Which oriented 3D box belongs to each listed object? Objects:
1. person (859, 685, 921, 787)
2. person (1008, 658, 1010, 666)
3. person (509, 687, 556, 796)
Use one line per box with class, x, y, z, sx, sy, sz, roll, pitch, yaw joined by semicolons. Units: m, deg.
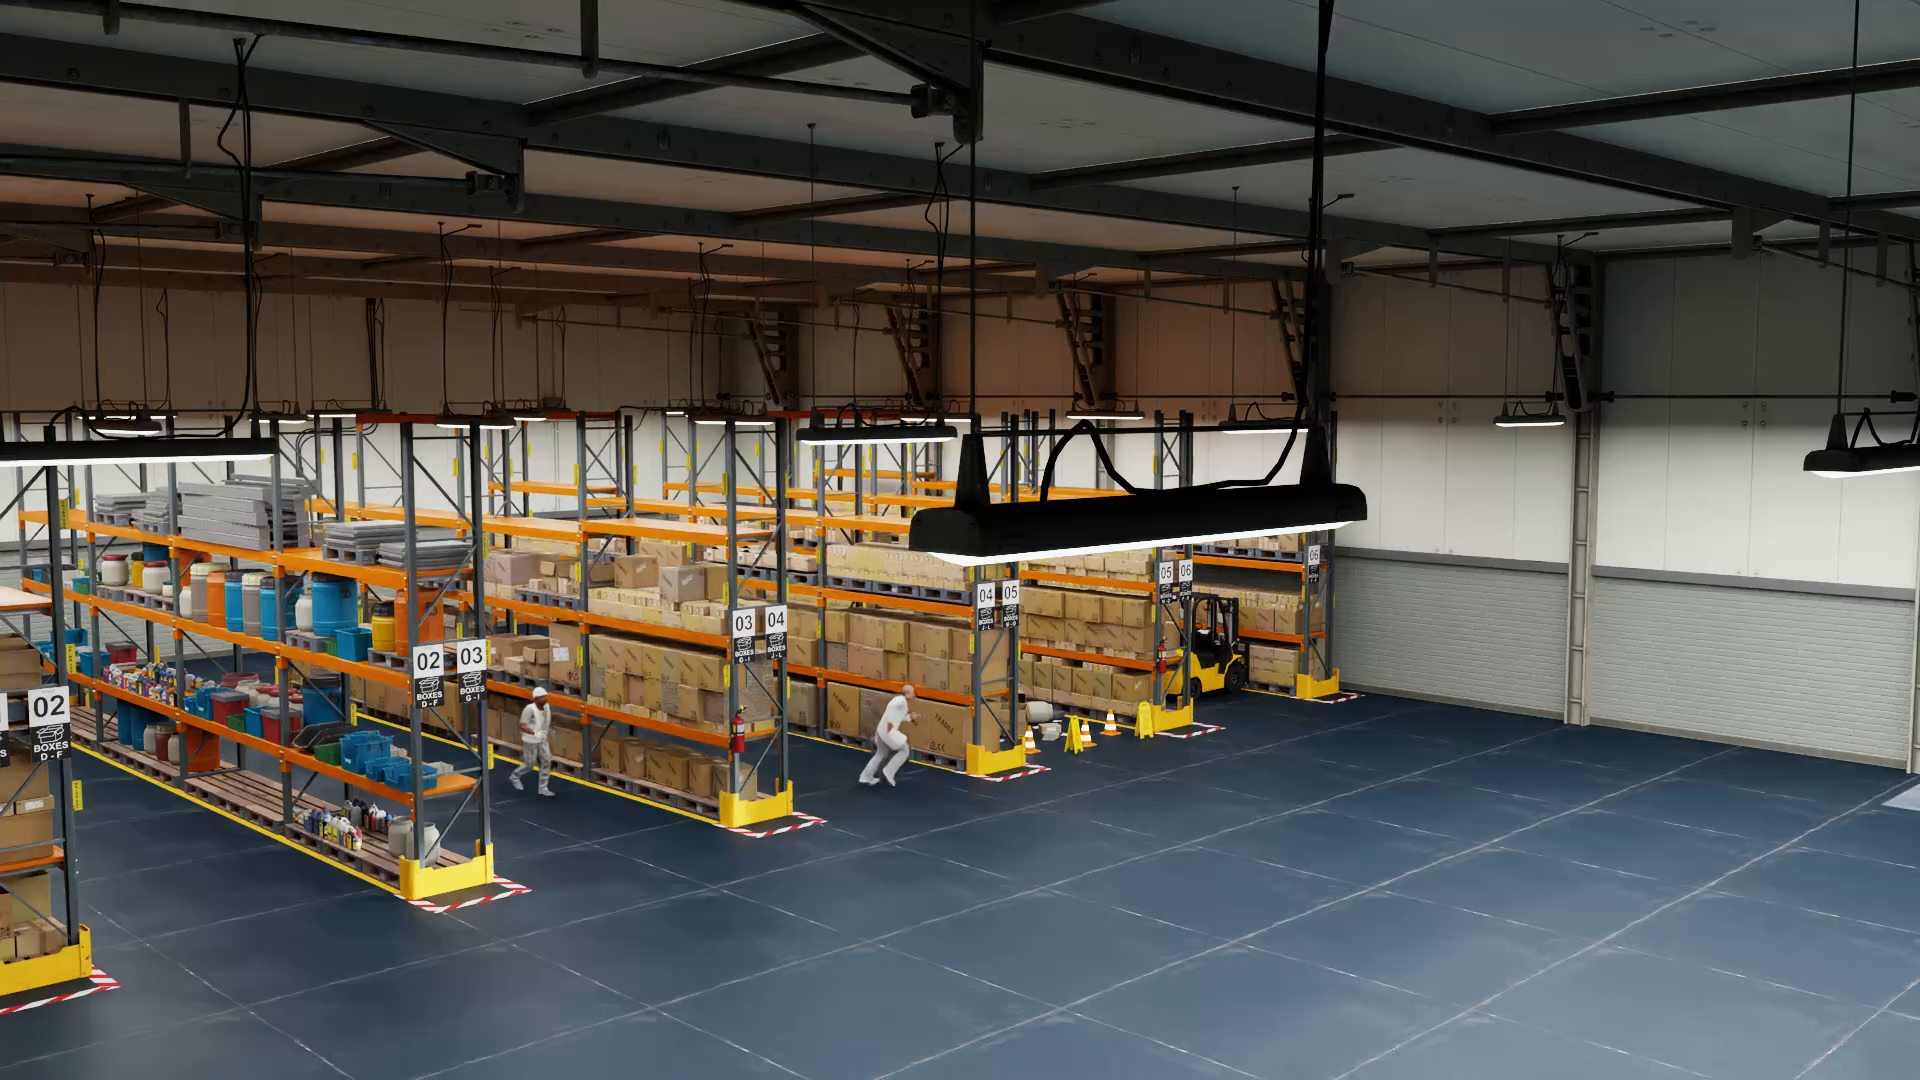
person;-1.124;3.187;26.924;1.035;1.666;0.753;-1;5;-10
person;0.826;2.182;37.852;0.654;1.760;0.684;-5;7;-43
person;-6.791;3.177;26.364;0.884;1.741;0.686;3;6;31
